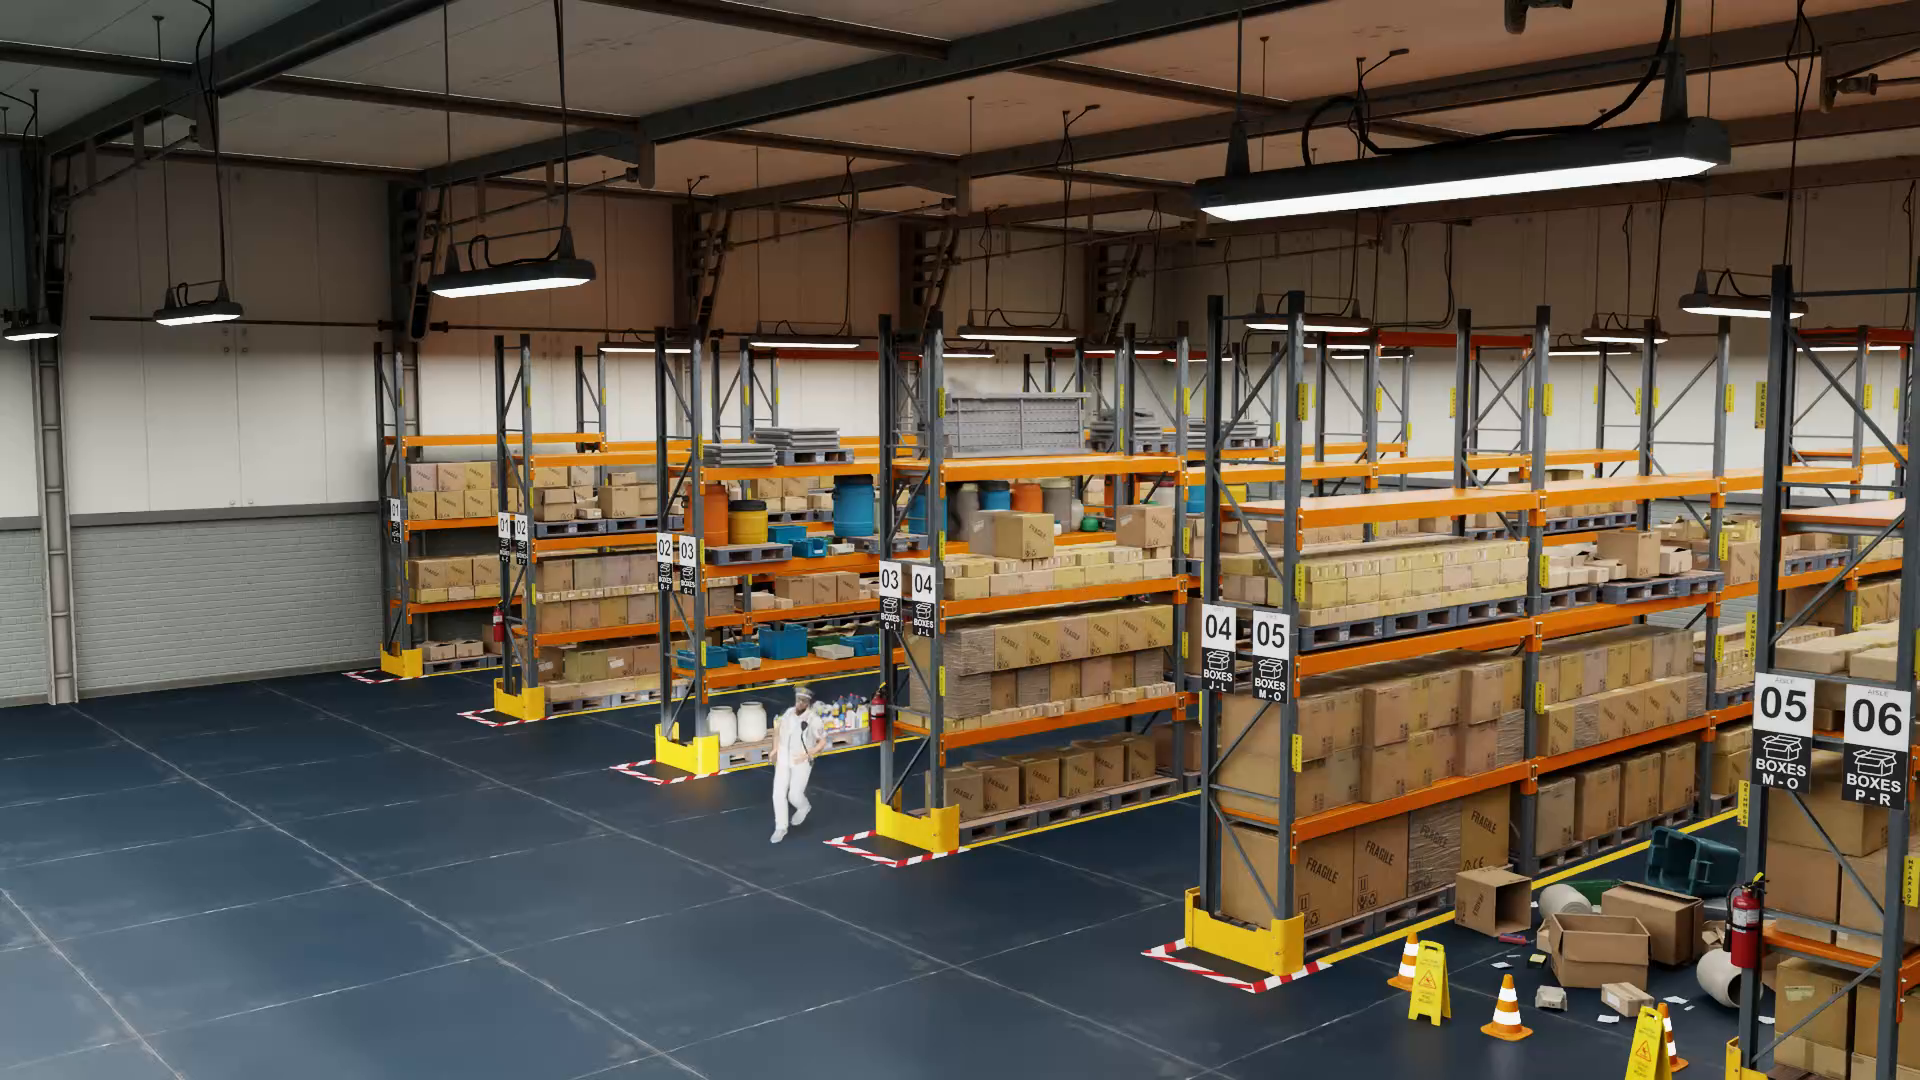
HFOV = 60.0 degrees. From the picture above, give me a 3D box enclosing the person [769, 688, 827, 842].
[{"bbox_3d":[-1.857,2.561,19.216,0.699,1.766,0.770,2,6,19],"label":"person"}]
